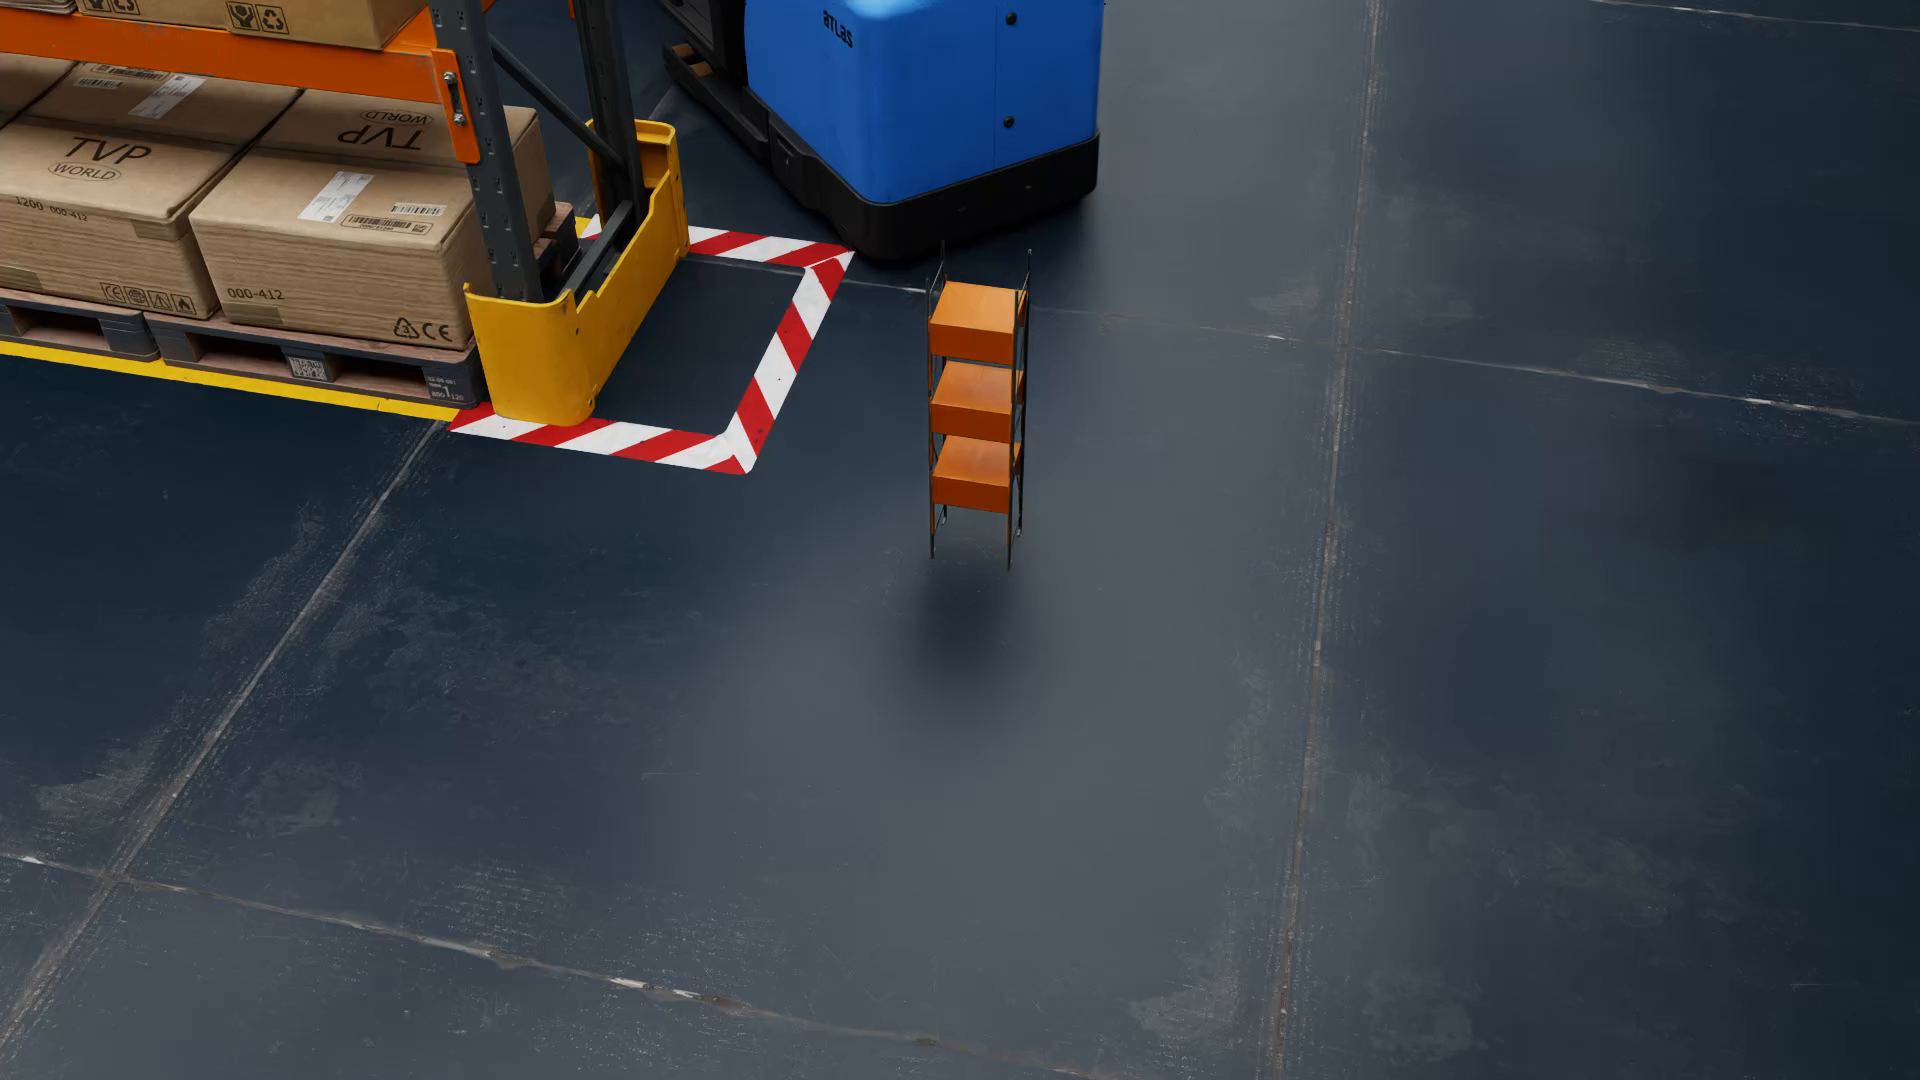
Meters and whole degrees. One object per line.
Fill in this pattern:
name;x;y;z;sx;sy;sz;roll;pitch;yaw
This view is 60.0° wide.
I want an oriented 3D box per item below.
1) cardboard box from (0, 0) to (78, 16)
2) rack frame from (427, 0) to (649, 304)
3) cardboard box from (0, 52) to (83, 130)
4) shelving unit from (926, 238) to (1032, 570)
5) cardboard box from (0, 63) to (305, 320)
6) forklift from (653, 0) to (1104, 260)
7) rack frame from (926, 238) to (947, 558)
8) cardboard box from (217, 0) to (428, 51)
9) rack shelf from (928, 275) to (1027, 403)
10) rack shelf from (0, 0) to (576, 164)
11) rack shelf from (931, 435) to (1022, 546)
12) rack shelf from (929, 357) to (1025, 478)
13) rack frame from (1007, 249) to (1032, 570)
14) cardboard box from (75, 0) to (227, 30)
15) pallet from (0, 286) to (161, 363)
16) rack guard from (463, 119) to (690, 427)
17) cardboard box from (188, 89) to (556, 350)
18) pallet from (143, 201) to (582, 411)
cardboard box;-2.867;-1.968;5.060;0.500;0.500;0.500;10;45;10
rack frame;-1.348;-1.881;5.041;0.127;3.000;1.000;9;45;9
cardboard box;-3.788;-1.412;6.099;0.875;0.438;0.875;8;44;8
shelving unit;0.052;-0.370;4.877;0.252;1.050;0.215;9;45;9
cardboard box;-2.908;-1.274;5.956;0.875;0.438;0.875;10;45;10
forklift;-0.649;-3.111;6.368;1.130;2.935;3.031;-23;48;-22
rack frame;-0.067;-0.389;4.897;0.008;1.050;0.200;9;45;9
cardboard box;-1.876;-1.811;4.896;0.500;0.500;0.500;9;45;9
rack shelf;0.052;-0.567;4.688;0.240;0.259;0.215;9;45;9
rack shelf;-3.299;-1.925;5.605;4.000;0.370;1.077;9;45;9
rack shelf;0.052;-0.162;5.078;0.240;0.259;0.215;9;45;9
rack shelf;0.052;-0.363;4.885;0.240;0.259;0.215;9;45;9
rack frame;0.171;-0.352;4.858;0.008;1.050;0.200;9;45;9
cardboard box;-2.363;-1.897;4.986;0.500;0.500;0.500;8;44;8
pallet;-3.332;-1.131;6.273;1.213;0.211;1.003;9;45;9
rack guard;-1.324;-0.977;5.904;0.348;0.500;1.175;9;45;9
cardboard box;-2.014;-1.142;5.818;0.875;0.438;0.875;7;44;8
pallet;-2.145;-0.944;6.079;1.213;0.211;1.003;9;45;9
